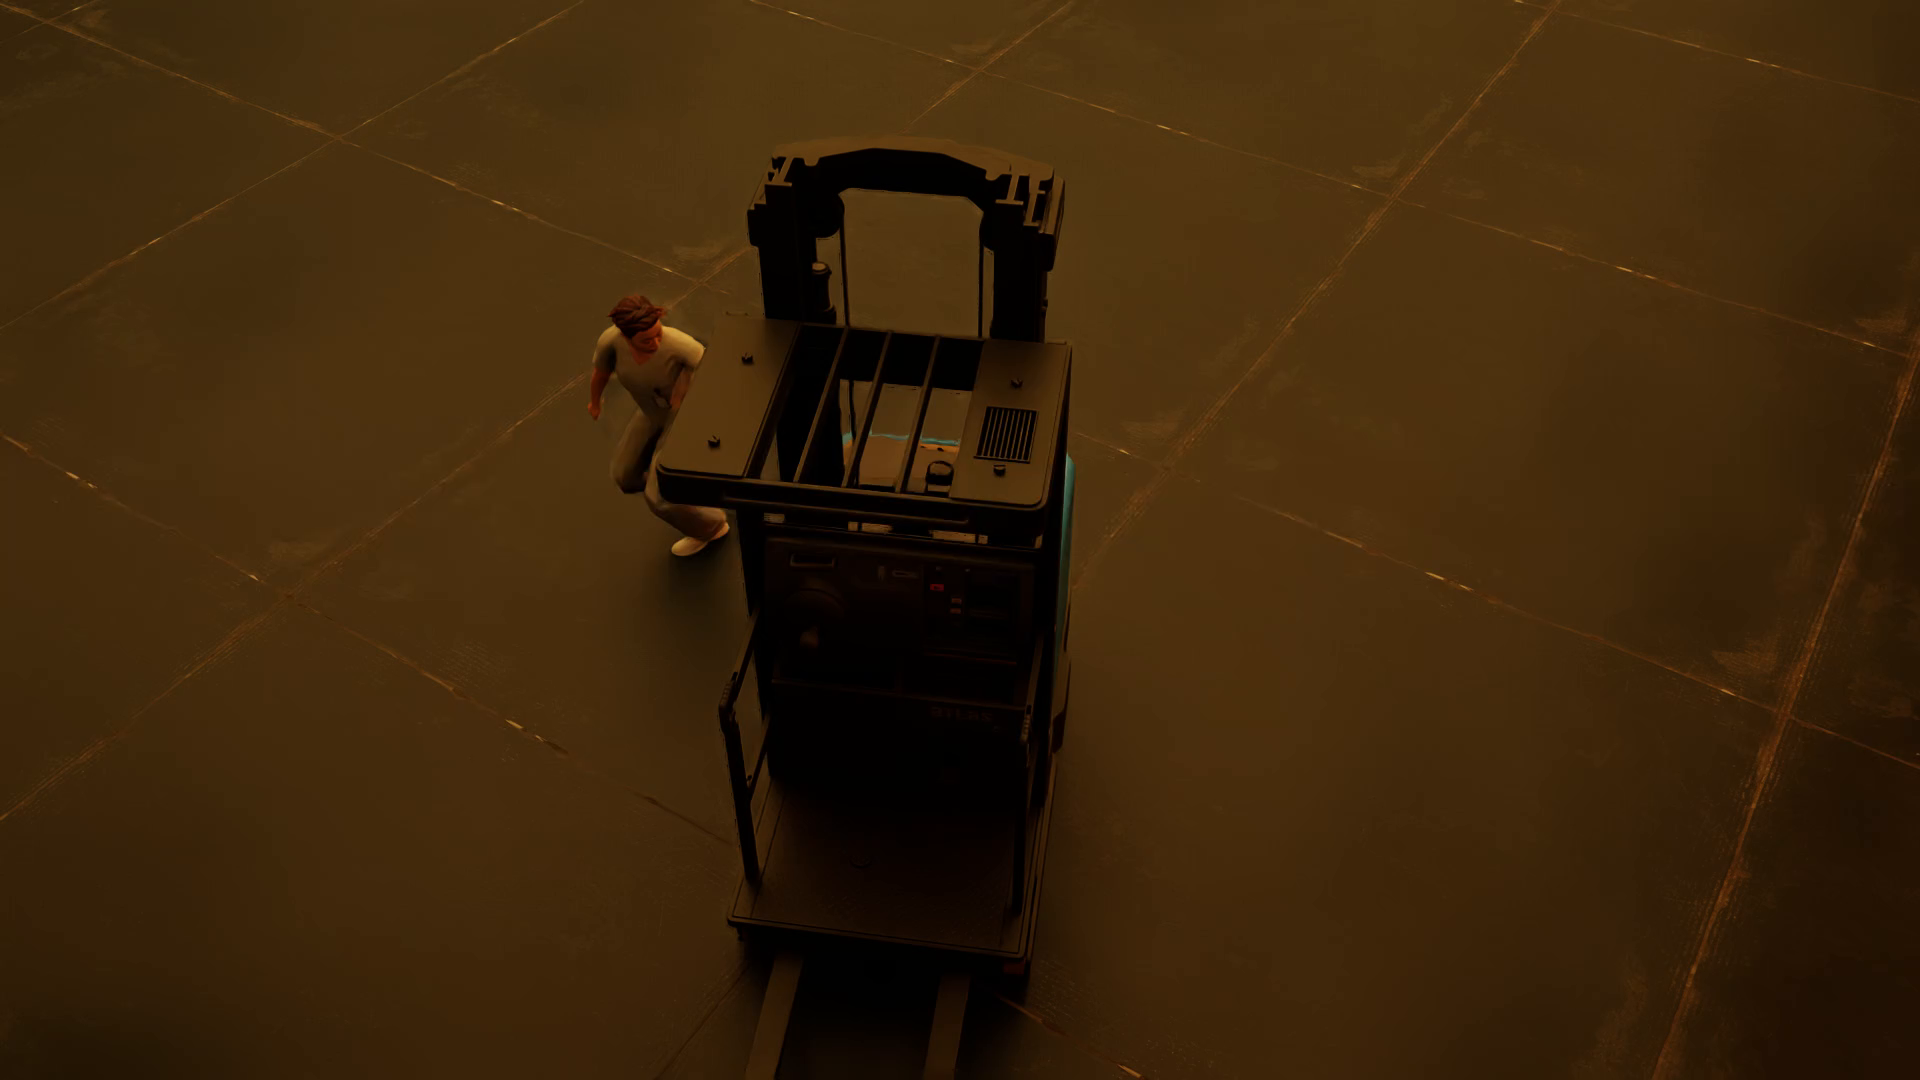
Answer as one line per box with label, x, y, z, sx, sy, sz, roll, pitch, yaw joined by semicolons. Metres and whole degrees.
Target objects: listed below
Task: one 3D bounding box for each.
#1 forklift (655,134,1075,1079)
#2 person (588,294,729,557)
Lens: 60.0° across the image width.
forklift;-0.242;0.301;5.531;1.130;2.935;3.031;6;44;6
person;-1.345;-0.582;7.529;0.806;1.483;0.570;22;48;21
